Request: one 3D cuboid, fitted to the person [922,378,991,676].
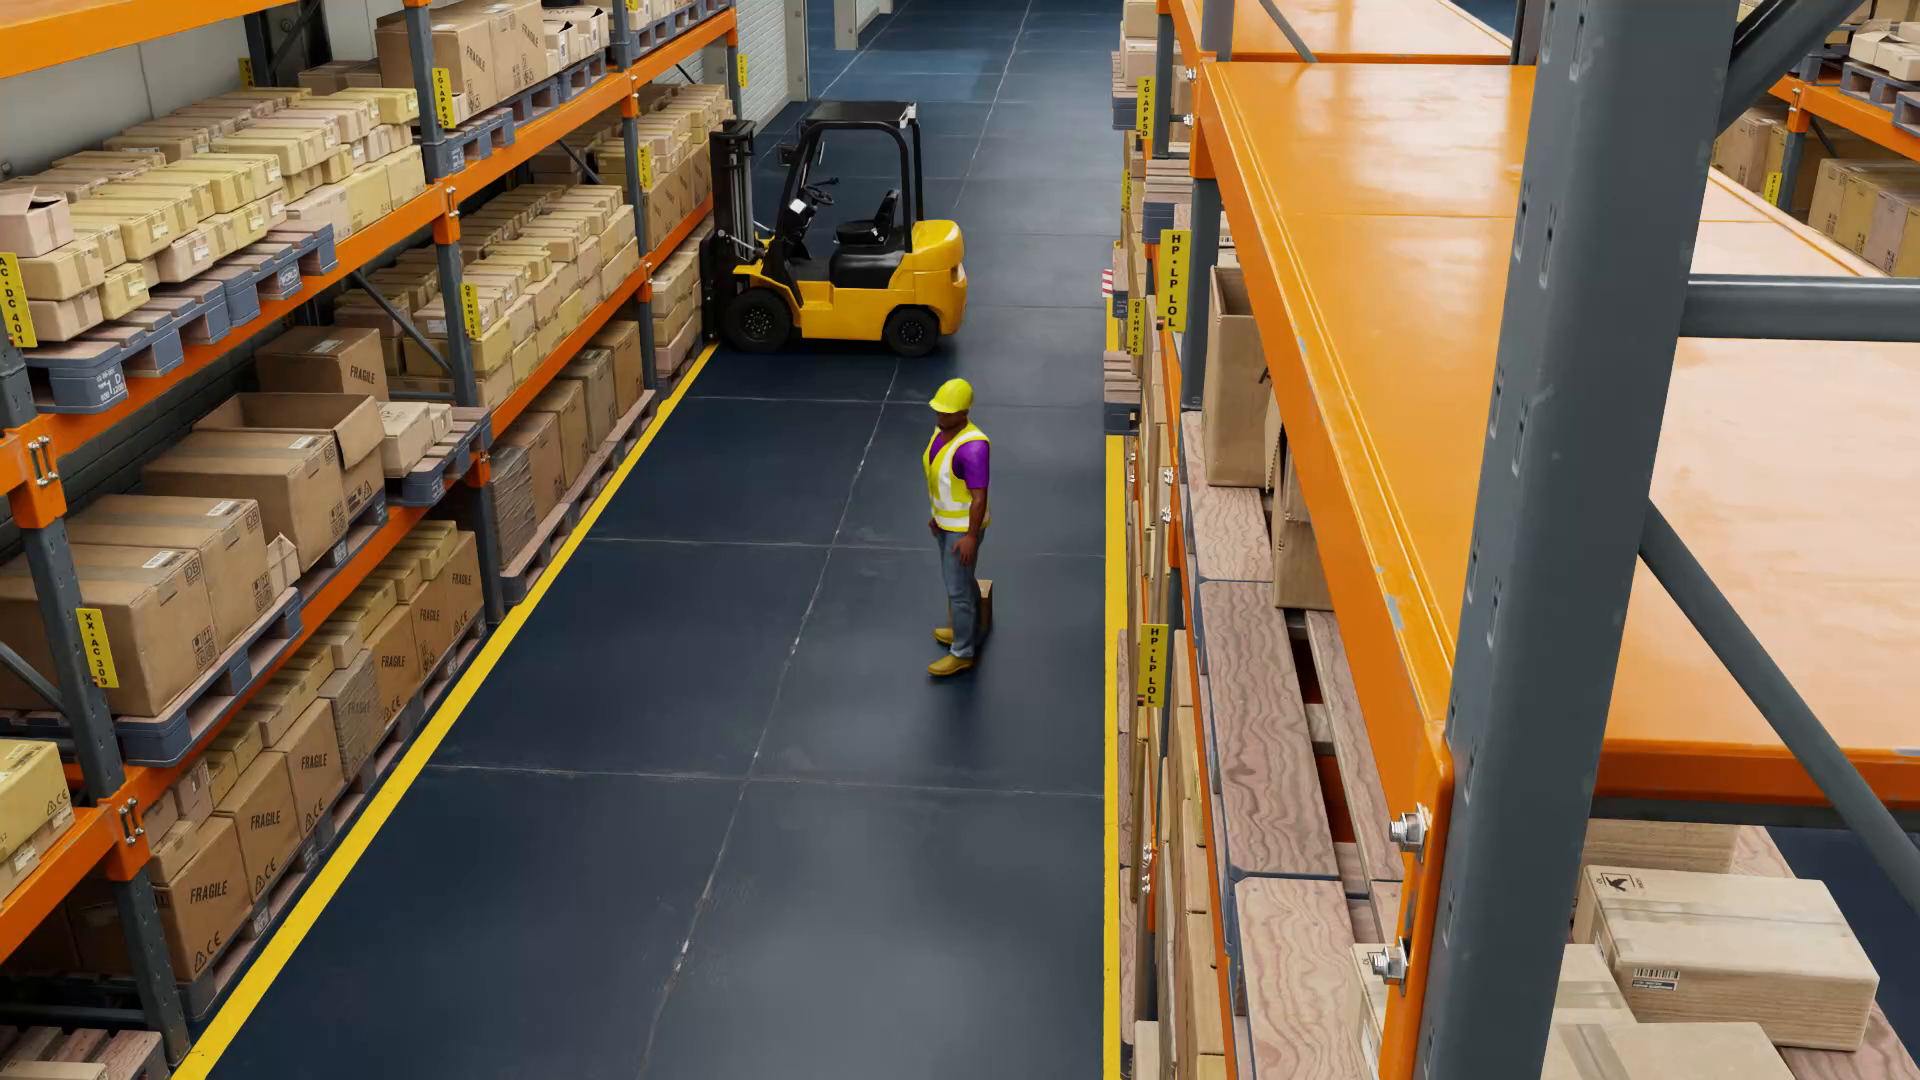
[{"bbox_3d":[-0.039,-0.100,9.731,0.448,1.767,0.610,-8,25,-16],"label":"person"}]
